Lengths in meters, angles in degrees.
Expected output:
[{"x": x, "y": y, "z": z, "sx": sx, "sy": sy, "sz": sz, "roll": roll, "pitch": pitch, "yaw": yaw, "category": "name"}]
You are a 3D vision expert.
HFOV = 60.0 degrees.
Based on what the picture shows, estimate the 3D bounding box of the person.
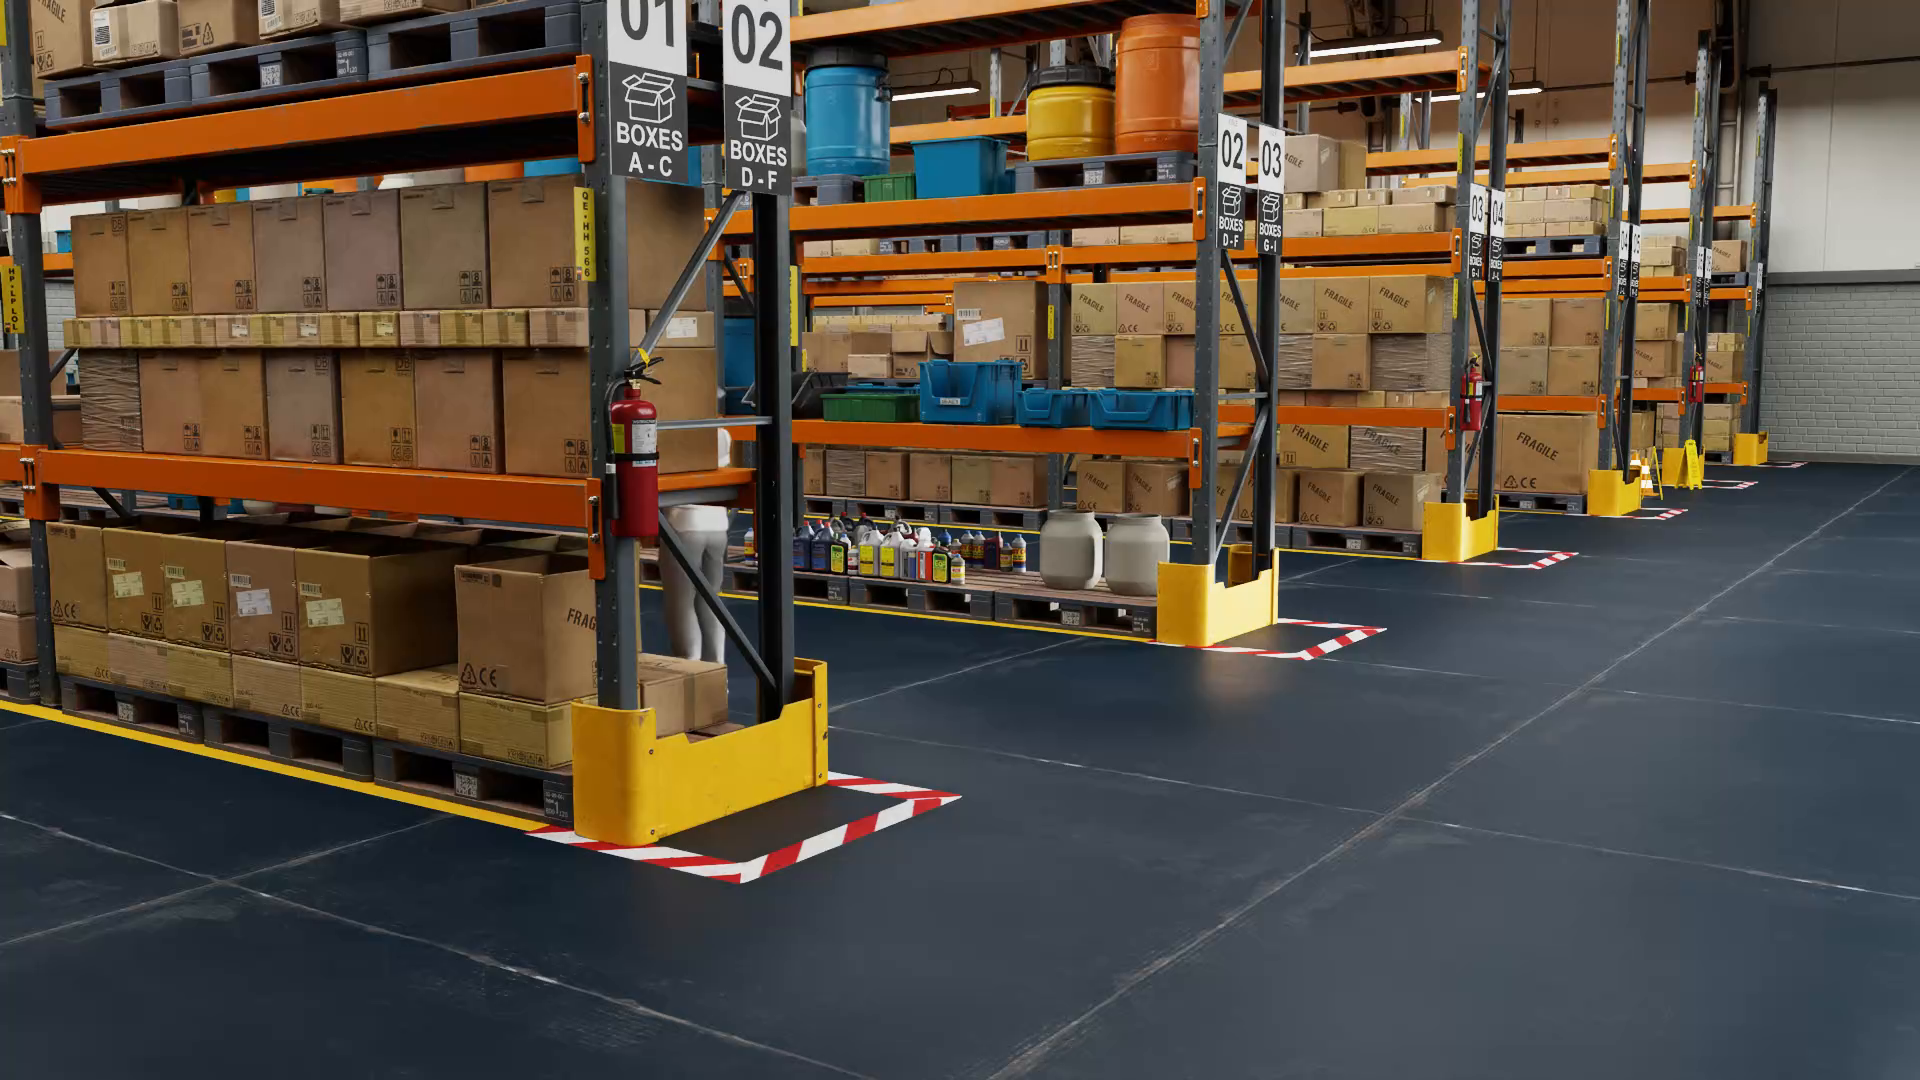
[{"x": -1.413, "y": -0.021, "z": 8.535, "sx": 0.511, "sy": 1.697, "sz": 0.488, "roll": 4, "pitch": 8, "yaw": 33, "category": "person"}]
